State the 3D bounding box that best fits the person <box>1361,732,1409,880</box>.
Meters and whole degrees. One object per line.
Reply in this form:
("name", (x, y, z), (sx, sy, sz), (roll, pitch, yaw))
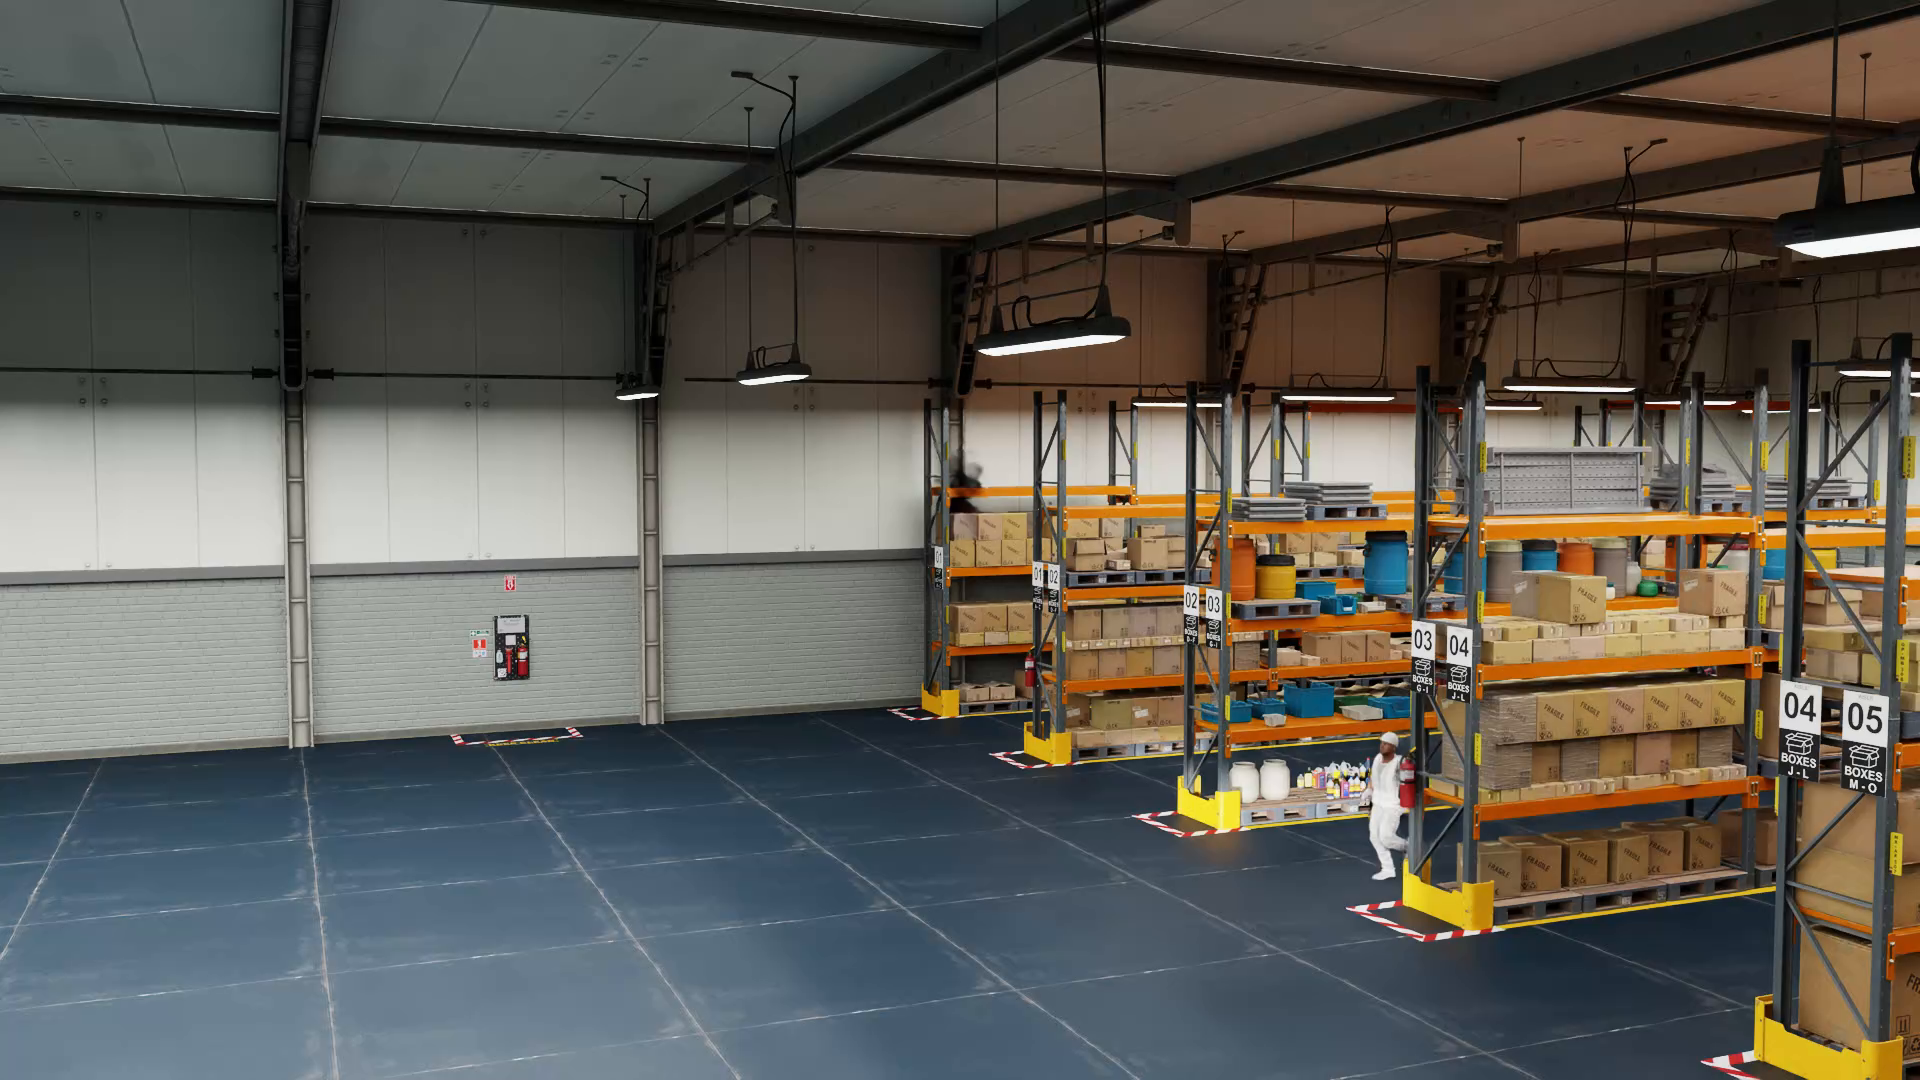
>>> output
("person", (5.101, 3.139, 19.680), (0.626, 1.745, 0.714), (-2, 4, -30))
